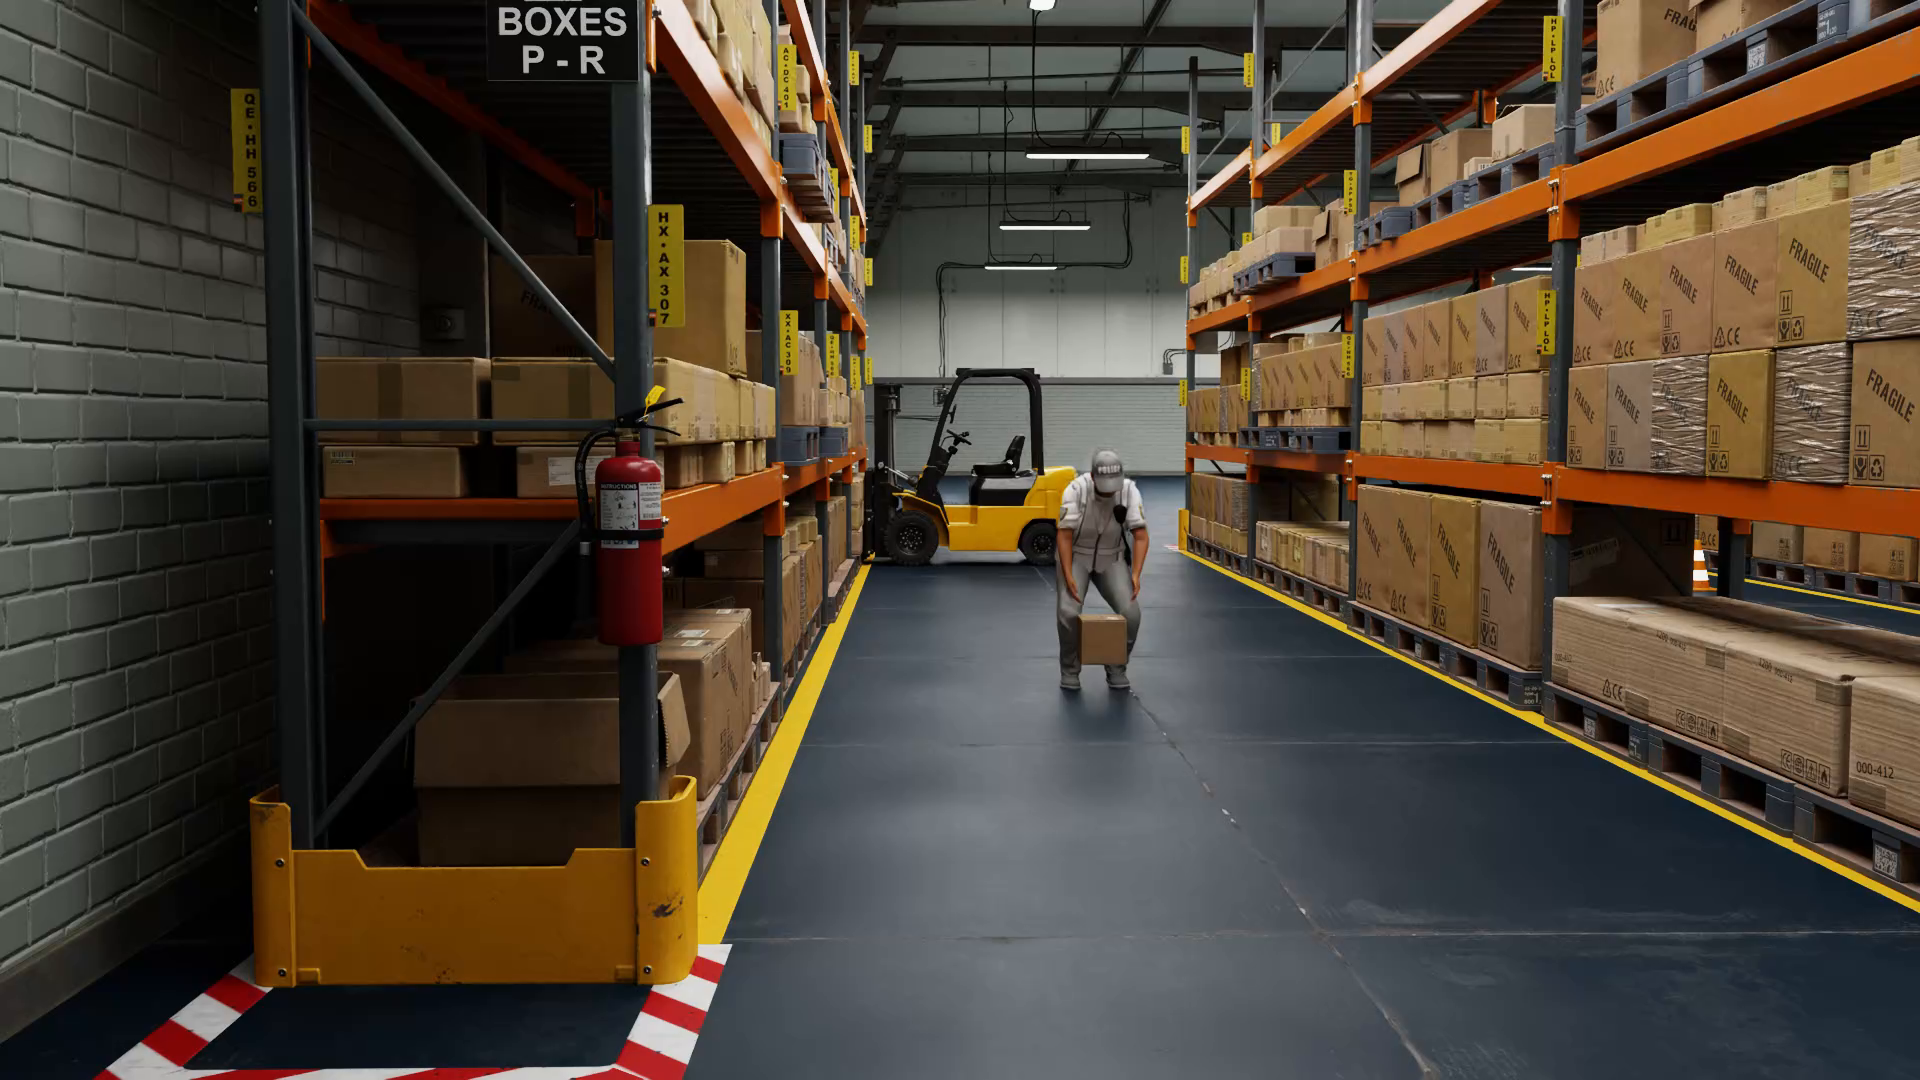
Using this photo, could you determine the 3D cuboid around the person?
[{"bbox_3d":[0.818,0.172,9.632,0.534,1.379,0.727,0,4,-1],"label":"person"}]
